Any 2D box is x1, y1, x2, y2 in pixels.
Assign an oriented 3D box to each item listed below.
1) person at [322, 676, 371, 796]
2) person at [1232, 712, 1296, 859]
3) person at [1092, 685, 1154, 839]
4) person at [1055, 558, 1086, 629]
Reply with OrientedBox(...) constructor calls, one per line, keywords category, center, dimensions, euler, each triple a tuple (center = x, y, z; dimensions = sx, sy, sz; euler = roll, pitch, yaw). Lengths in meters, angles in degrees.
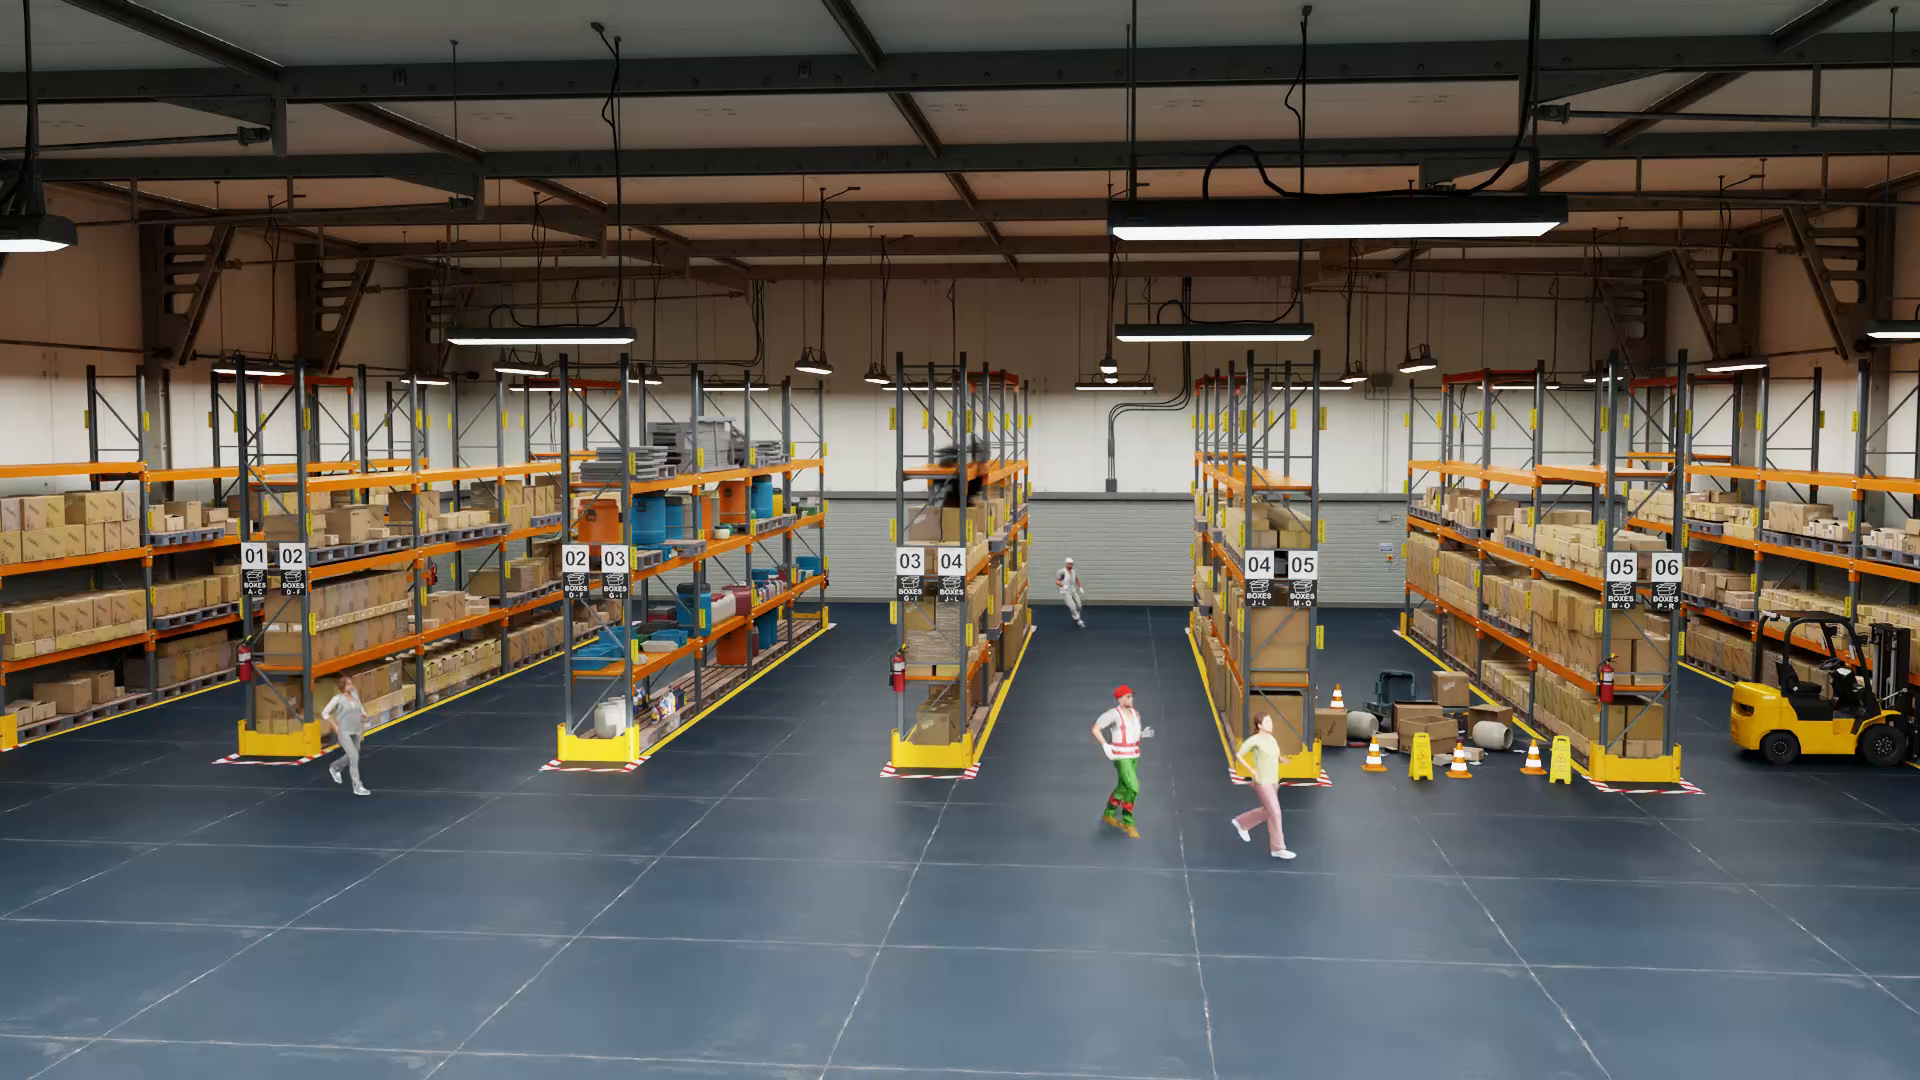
OrientedBox(category="person", center=(-8.240, 2.615, 22.356), dimensions=(0.847, 1.570, 0.545), euler=(2, 5, 29))
OrientedBox(category="person", center=(3.503, 2.802, 19.221), dimensions=(0.911, 1.645, 0.587), euler=(4, 6, 44))
OrientedBox(category="person", center=(1.999, 2.679, 20.184), dimensions=(0.734, 1.843, 0.633), euler=(4, 5, 42))
OrientedBox(category="person", center=(2.737, 1.272, 40.305), dimensions=(0.919, 1.711, 0.811), euler=(-3, 5, -32))
